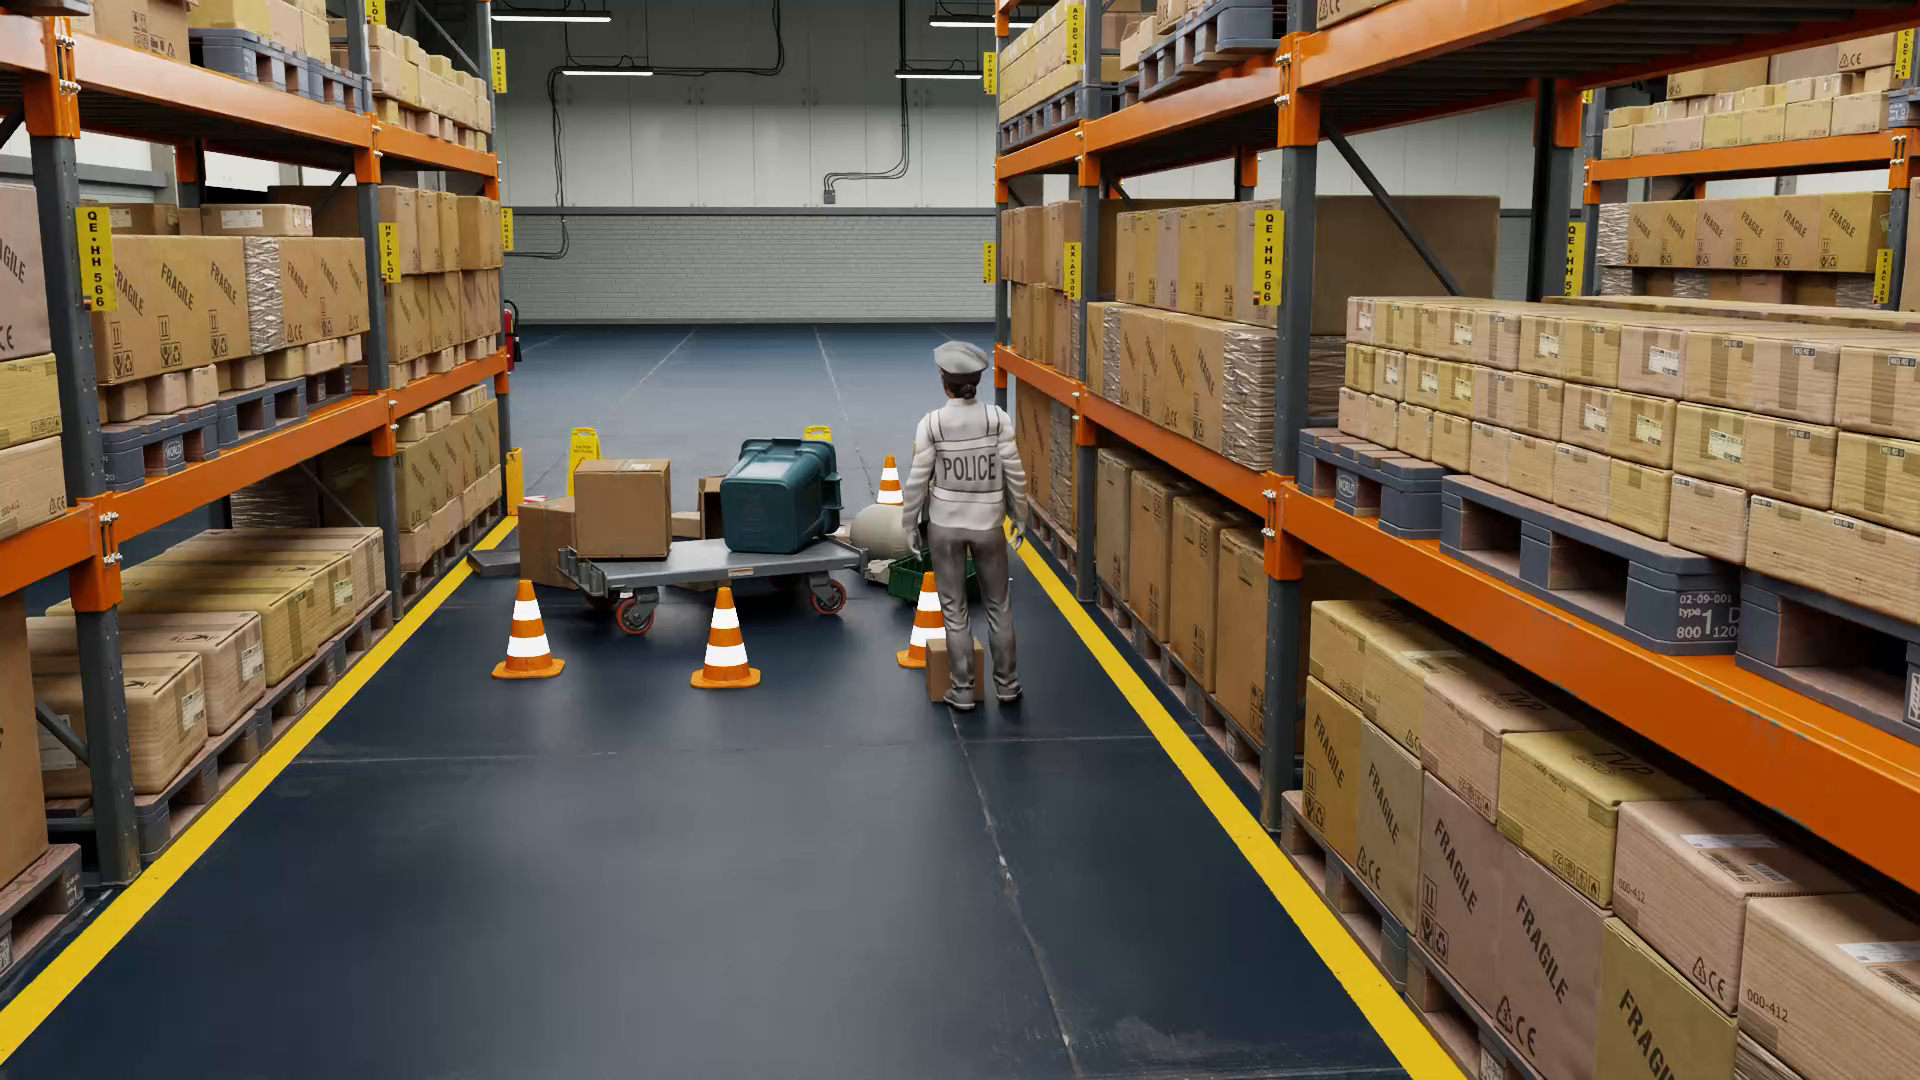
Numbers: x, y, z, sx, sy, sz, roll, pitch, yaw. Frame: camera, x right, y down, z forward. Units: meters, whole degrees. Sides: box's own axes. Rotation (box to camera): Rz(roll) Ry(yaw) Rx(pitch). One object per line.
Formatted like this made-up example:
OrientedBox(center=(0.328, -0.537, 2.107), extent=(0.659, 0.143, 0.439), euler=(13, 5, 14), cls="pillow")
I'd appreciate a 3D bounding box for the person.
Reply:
OrientedBox(center=(0.024, -0.065, 7.626), extent=(0.588, 1.696, 0.532), euler=(-1, 10, -6), cls="person")
